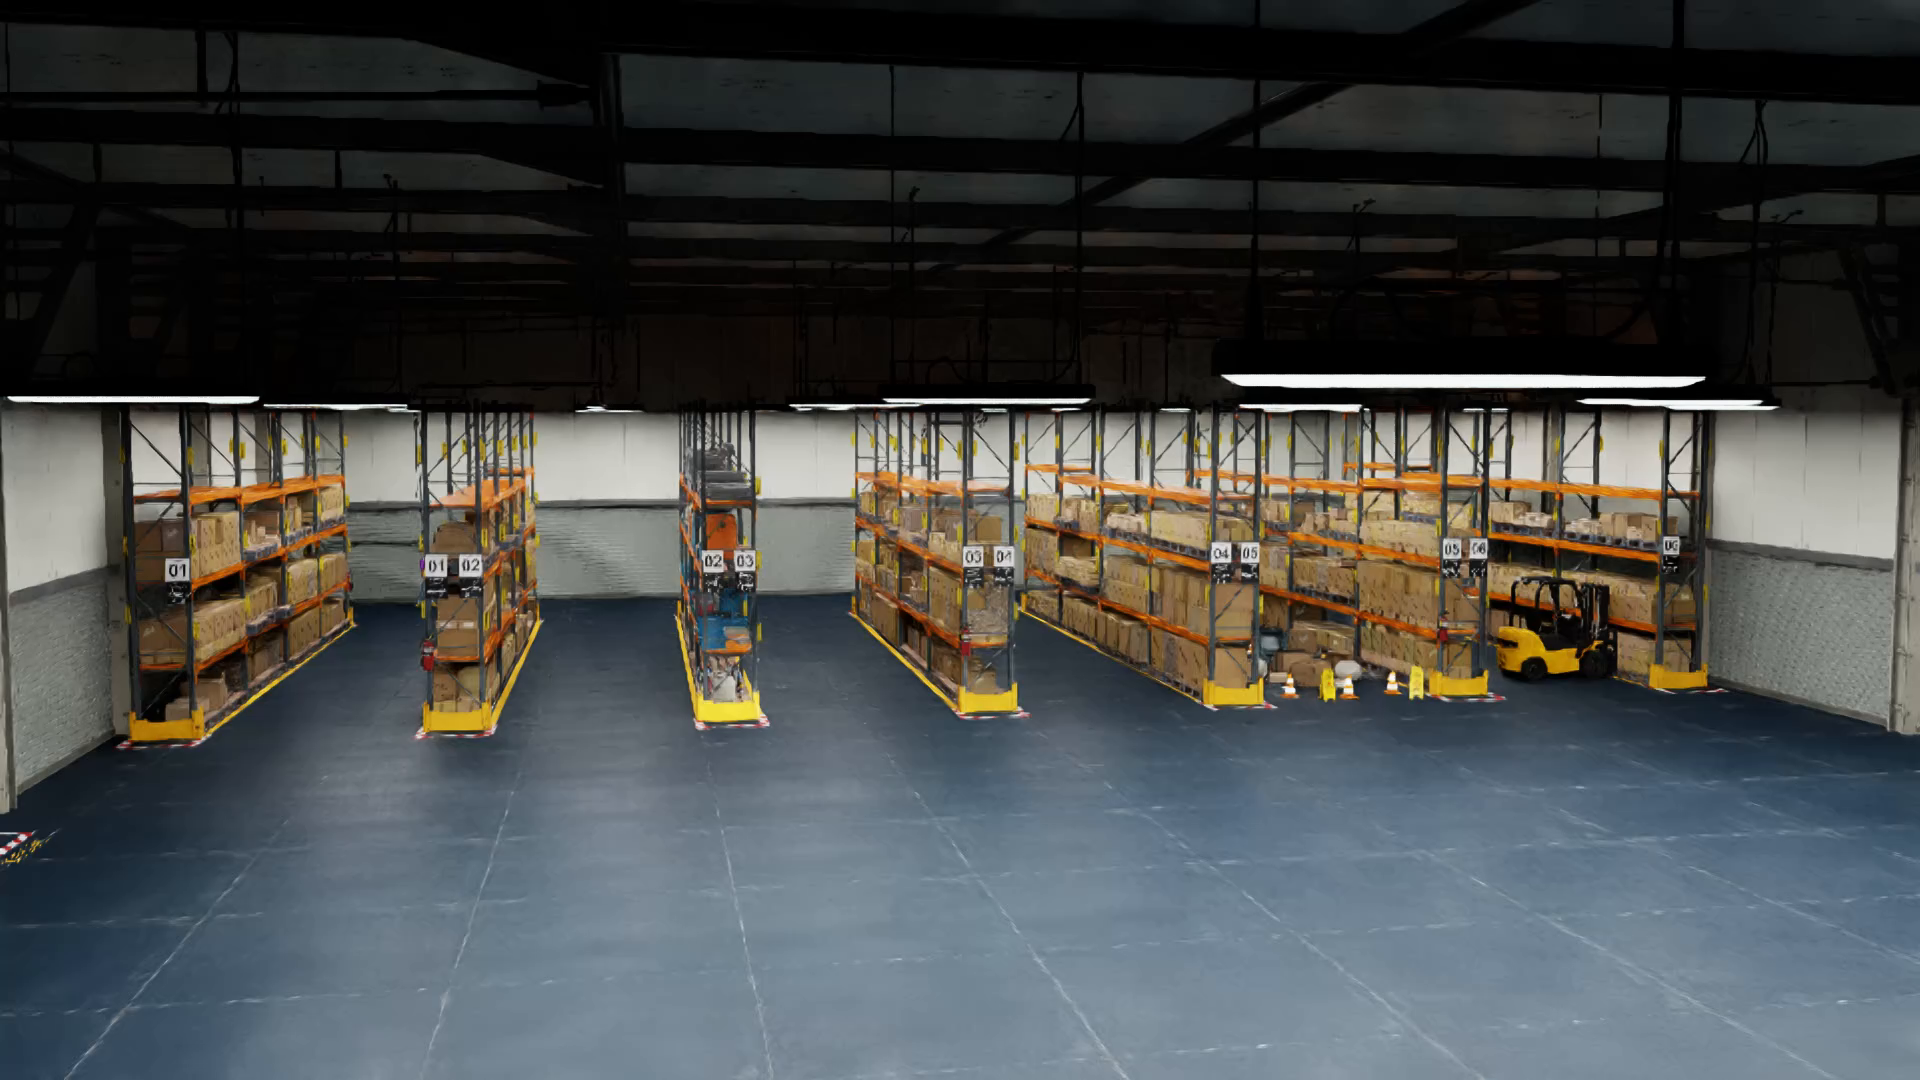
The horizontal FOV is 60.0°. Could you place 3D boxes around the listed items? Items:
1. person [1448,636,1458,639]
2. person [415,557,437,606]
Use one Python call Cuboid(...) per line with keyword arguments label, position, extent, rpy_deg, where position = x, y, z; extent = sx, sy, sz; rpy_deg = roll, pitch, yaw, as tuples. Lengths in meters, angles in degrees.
Cuboid(label="person", position=(11.154, 2.018, 37.804), extent=(0.417, 1.685, 0.540), rpy_deg=(-4, 6, -39))
Cuboid(label="person", position=(-15.928, 1.107, 49.584), extent=(0.473, 1.766, 0.714), rpy_deg=(2, 5, 28))
